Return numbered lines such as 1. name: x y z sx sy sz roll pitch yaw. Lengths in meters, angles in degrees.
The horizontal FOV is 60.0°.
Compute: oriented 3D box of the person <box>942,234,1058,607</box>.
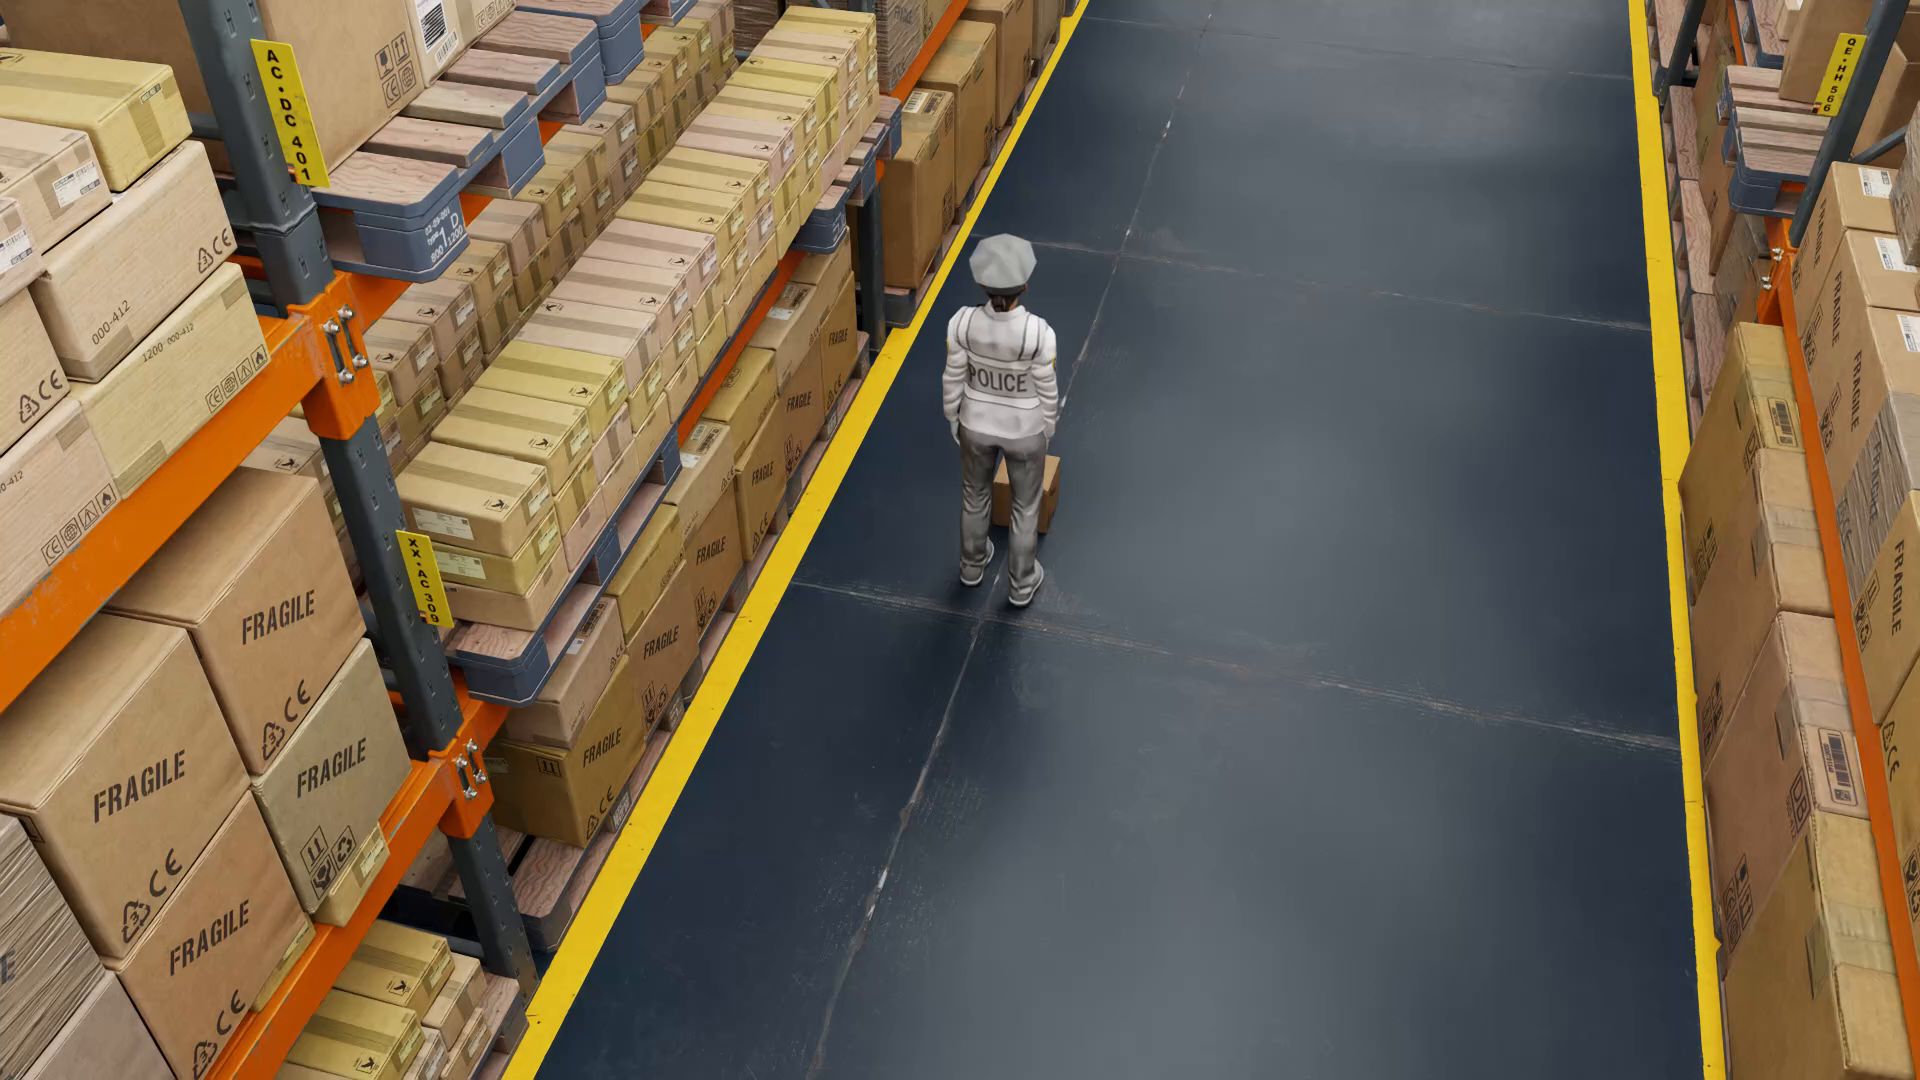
1. person: 0.167 -0.472 6.681 0.467 1.681 0.363 11 42 12
